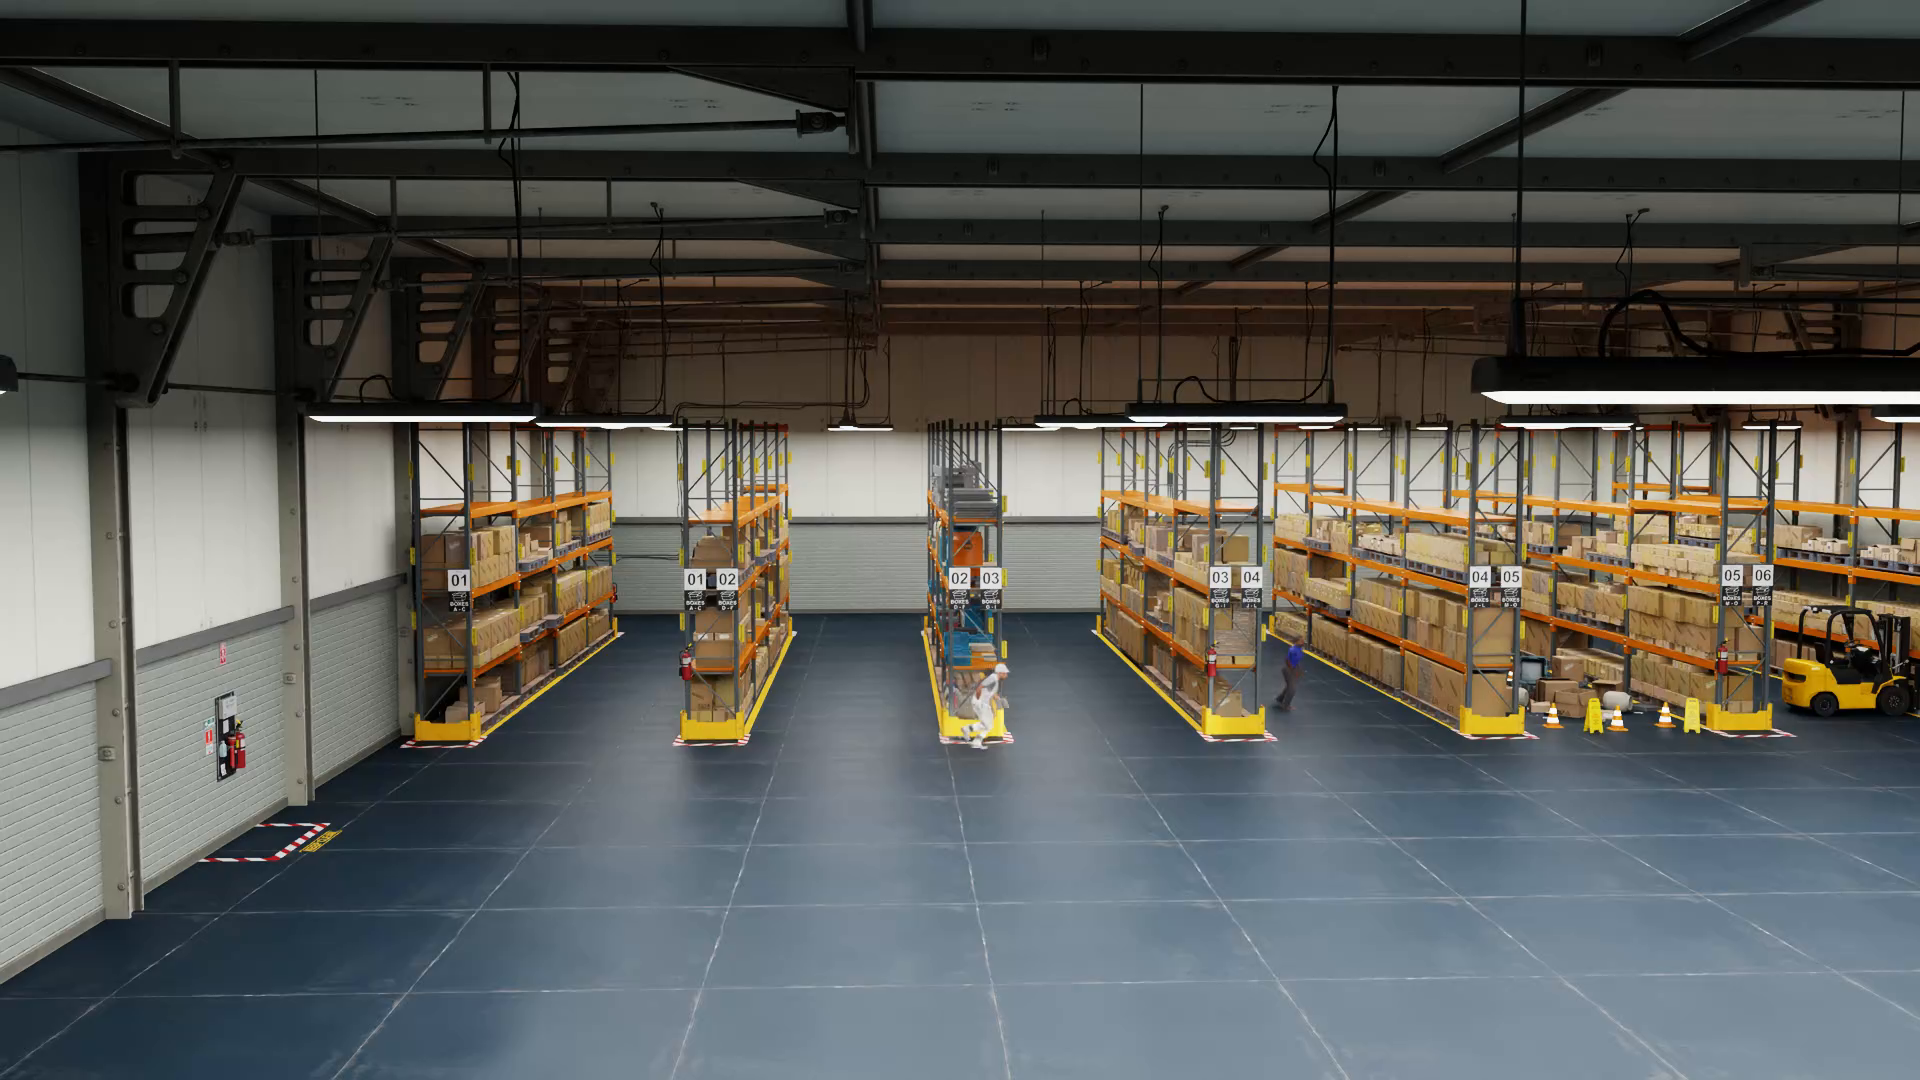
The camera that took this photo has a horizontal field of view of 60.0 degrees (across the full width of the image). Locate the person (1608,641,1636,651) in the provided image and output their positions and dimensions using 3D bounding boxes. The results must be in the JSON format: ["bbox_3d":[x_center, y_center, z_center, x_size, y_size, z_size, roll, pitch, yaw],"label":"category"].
[{"bbox_3d":[17.323,2.053,43.441,0.662,1.750,0.926,-1,4,-19],"label":"person"}]

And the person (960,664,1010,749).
[{"bbox_3d":[0.446,3.018,30.064,0.932,1.578,0.682,1,4,16],"label":"person"}]

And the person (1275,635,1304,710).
[{"bbox_3d":[6.822,2.736,34.499,0.755,1.595,0.575,3,5,39],"label":"person"}]
